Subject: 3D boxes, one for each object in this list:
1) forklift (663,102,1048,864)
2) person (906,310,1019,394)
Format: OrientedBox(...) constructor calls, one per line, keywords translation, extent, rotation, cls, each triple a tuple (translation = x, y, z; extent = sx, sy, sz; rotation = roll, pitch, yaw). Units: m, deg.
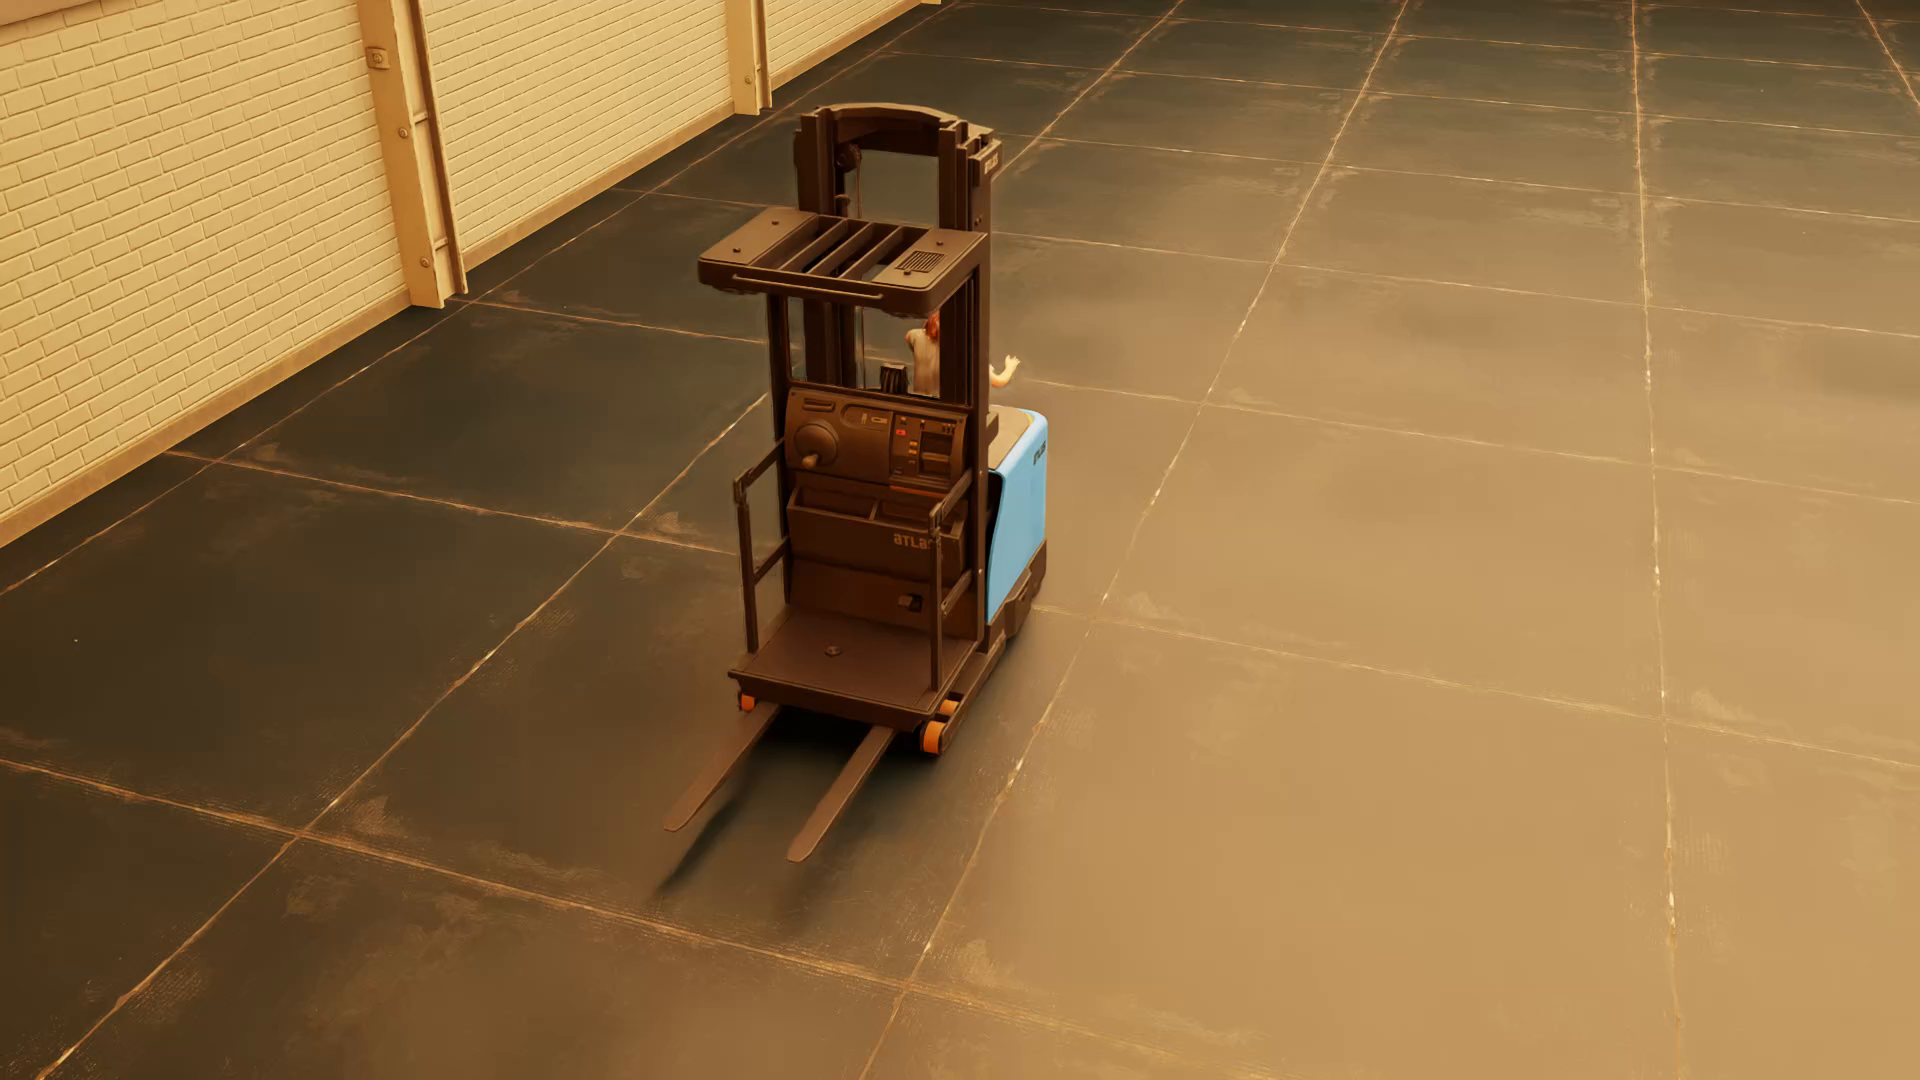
OrientedBox(translation=(-0.488, -0.442, 7.913), extent=(1.130, 2.935, 3.031), rotation=(10, 31, 17), cls="forklift")
OrientedBox(translation=(0.002, -0.850, 10.122), extent=(0.645, 1.448, 1.091), rotation=(-23, 37, -34), cls="person")
